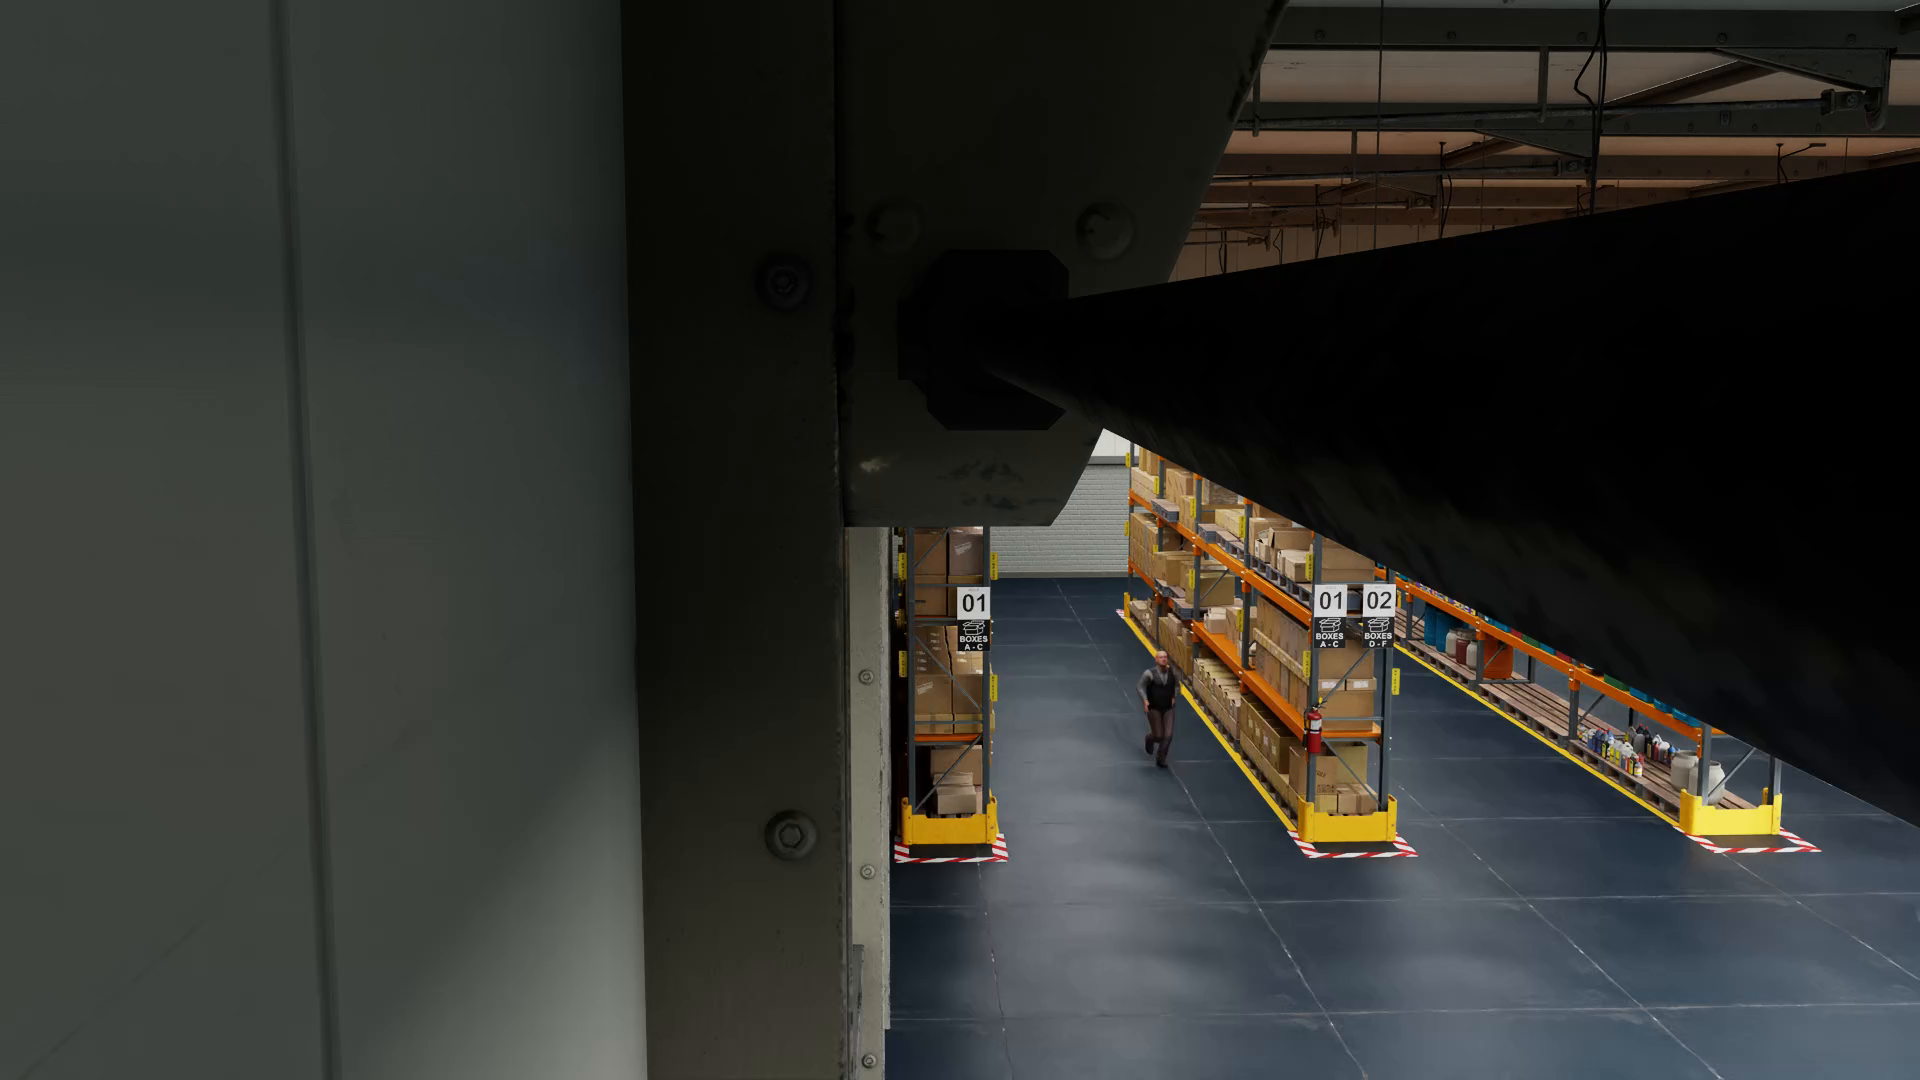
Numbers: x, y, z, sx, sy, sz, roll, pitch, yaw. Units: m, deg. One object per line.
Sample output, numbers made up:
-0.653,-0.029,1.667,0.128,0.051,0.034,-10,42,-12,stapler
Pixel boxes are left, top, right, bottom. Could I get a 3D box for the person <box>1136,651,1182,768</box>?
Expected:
2.890,2.429,24.050,0.671,1.675,0.594,-2,8,-13,person
